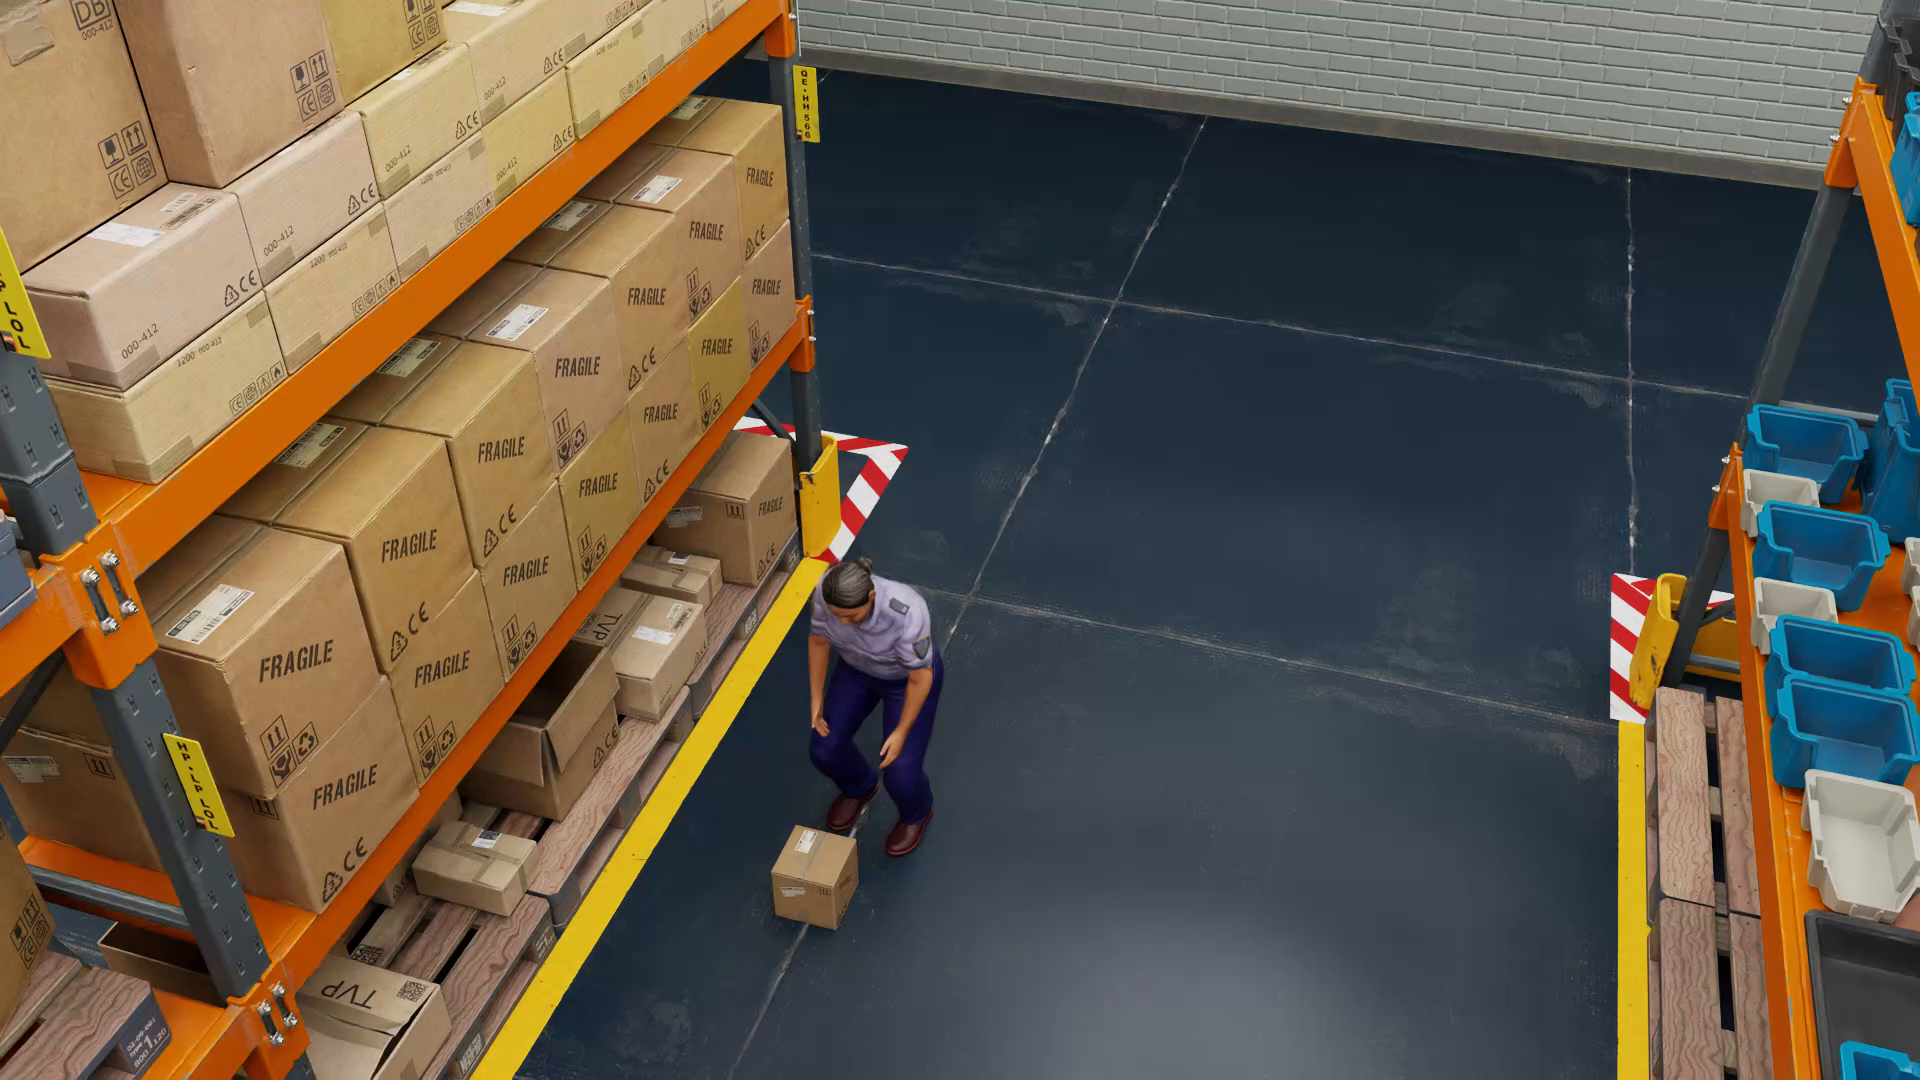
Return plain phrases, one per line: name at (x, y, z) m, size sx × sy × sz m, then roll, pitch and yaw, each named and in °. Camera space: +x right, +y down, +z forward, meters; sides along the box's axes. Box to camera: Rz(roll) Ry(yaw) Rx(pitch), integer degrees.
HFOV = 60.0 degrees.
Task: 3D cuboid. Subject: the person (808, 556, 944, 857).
person at (-0.299, 0.578, 6.301) m, size 0.528 × 1.469 × 0.573 m, roll 20°, pitch 41°, yaw 24°
